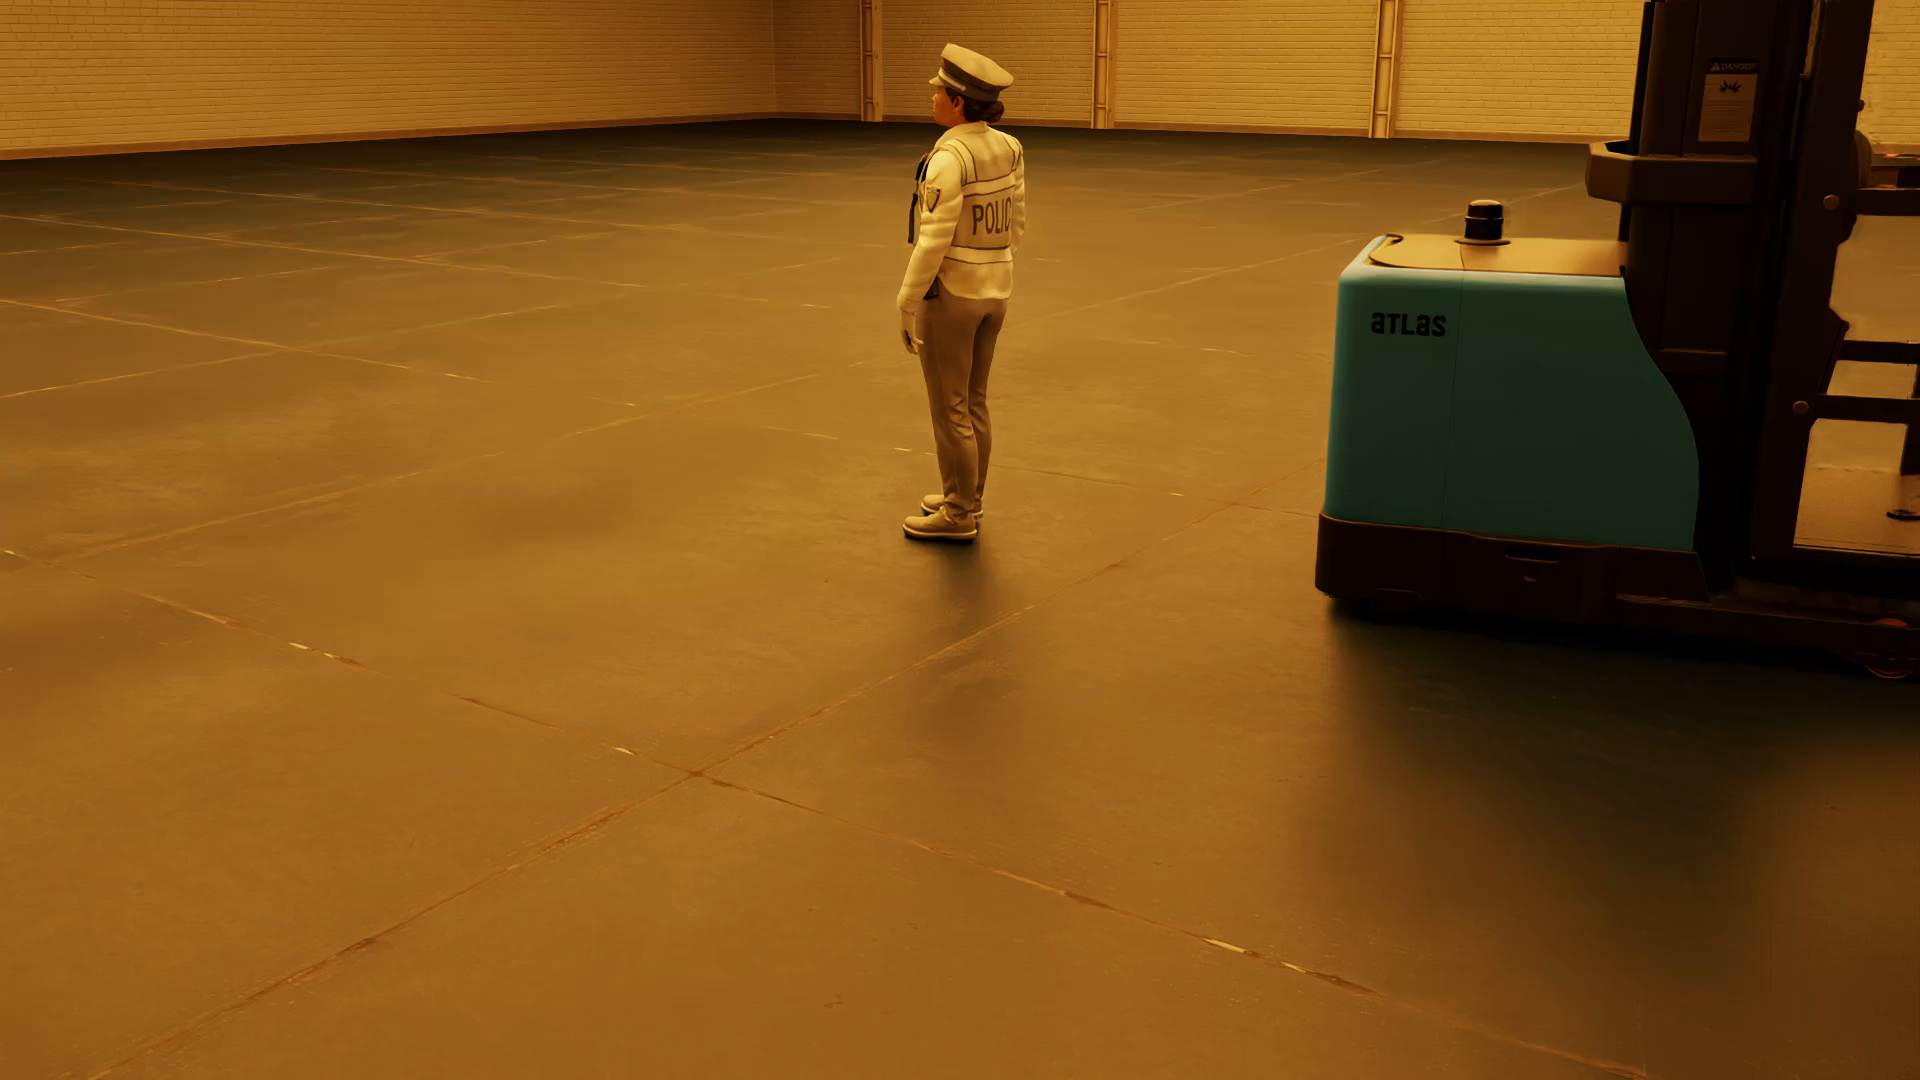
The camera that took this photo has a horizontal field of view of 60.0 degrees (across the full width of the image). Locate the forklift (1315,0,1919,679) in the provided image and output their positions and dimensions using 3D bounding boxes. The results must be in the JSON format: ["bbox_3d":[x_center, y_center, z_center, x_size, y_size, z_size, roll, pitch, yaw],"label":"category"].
[{"bbox_3d":[2.686,-1.169,4.741,3.031,2.935,1.130,6,18,18],"label":"forklift"}]

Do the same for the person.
[{"bbox_3d":[-0.051,-0.831,5.745,0.533,1.696,0.588,11,20,33],"label":"person"}]
